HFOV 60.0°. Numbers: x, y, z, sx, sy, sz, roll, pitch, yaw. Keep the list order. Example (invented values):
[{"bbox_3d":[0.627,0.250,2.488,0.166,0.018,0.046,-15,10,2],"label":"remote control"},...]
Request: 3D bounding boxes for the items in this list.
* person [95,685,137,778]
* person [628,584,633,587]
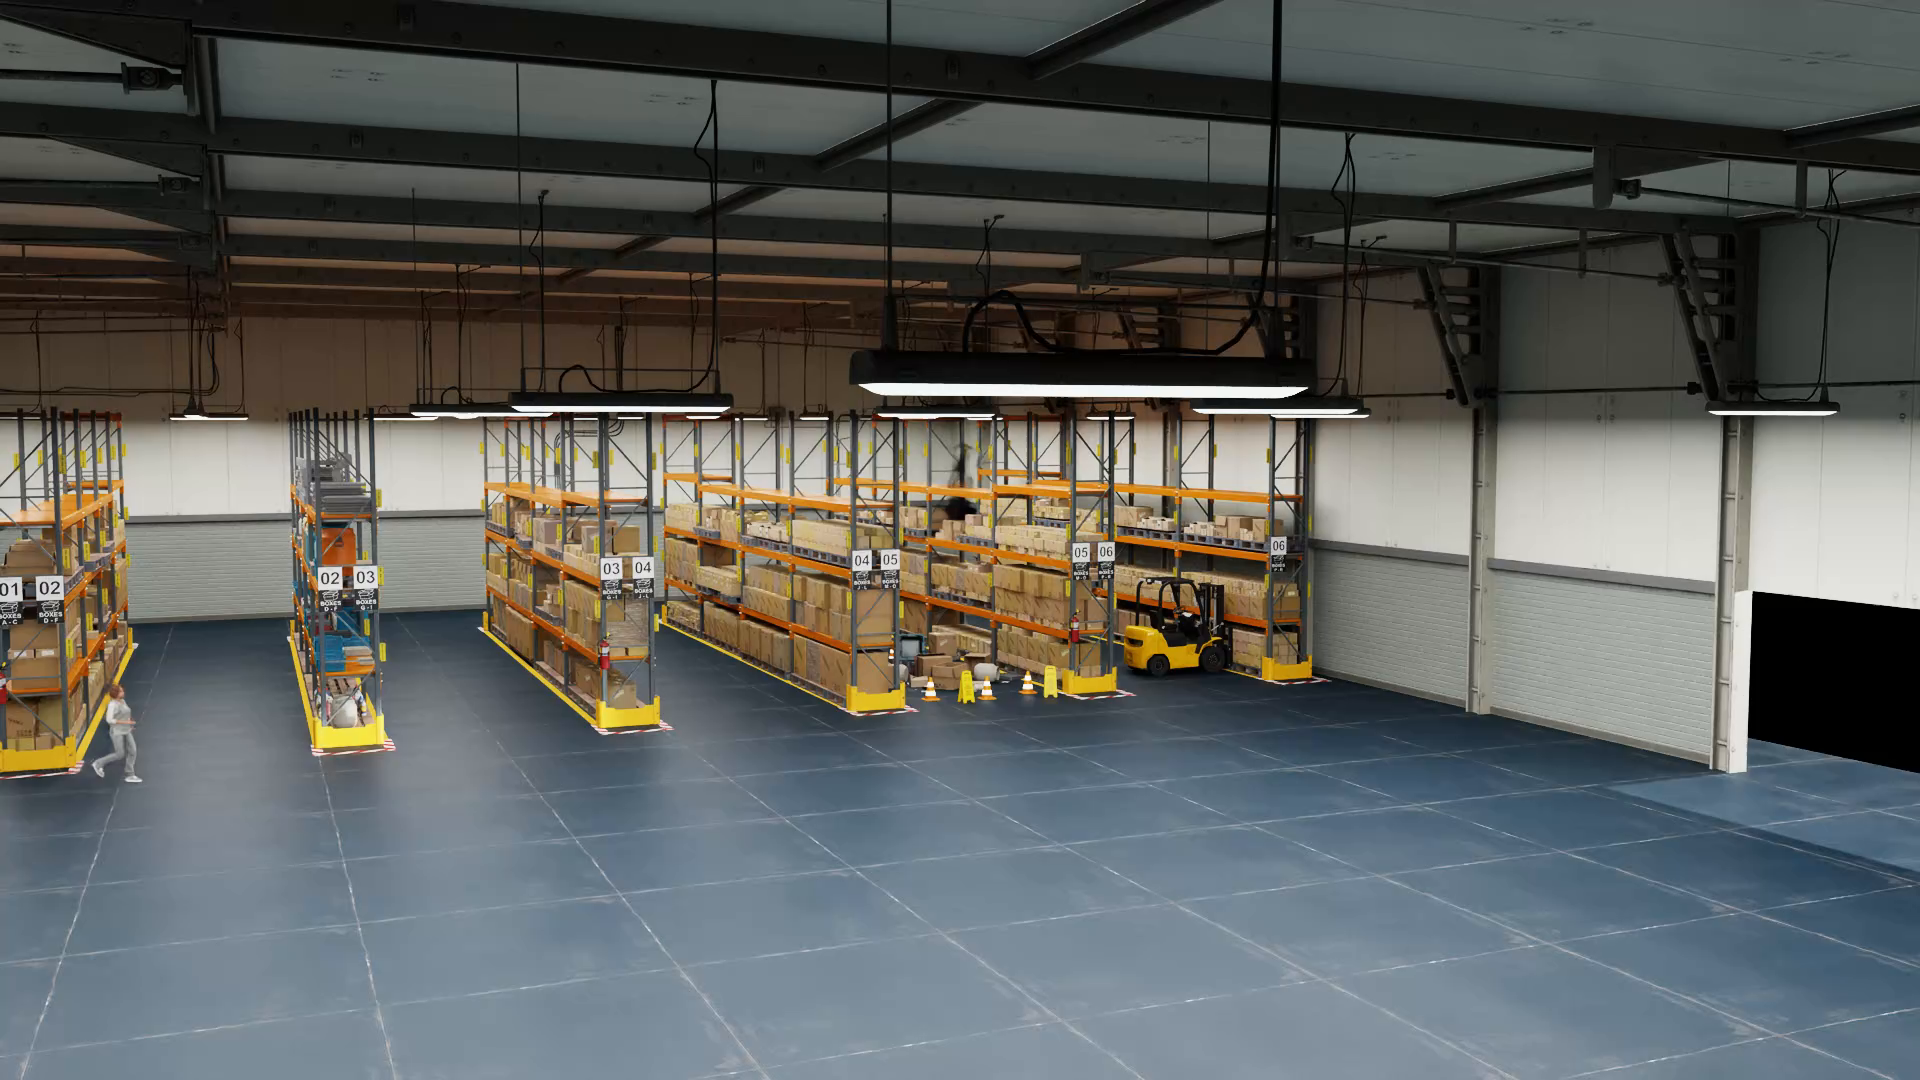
[{"bbox_3d":[-13.419,3.050,26.489,0.662,1.495,0.512,0,4,1],"label":"person"},{"bbox_3d":[-8.845,1.679,45.267,0.449,1.752,0.518,-1,4,-13],"label":"person"}]
